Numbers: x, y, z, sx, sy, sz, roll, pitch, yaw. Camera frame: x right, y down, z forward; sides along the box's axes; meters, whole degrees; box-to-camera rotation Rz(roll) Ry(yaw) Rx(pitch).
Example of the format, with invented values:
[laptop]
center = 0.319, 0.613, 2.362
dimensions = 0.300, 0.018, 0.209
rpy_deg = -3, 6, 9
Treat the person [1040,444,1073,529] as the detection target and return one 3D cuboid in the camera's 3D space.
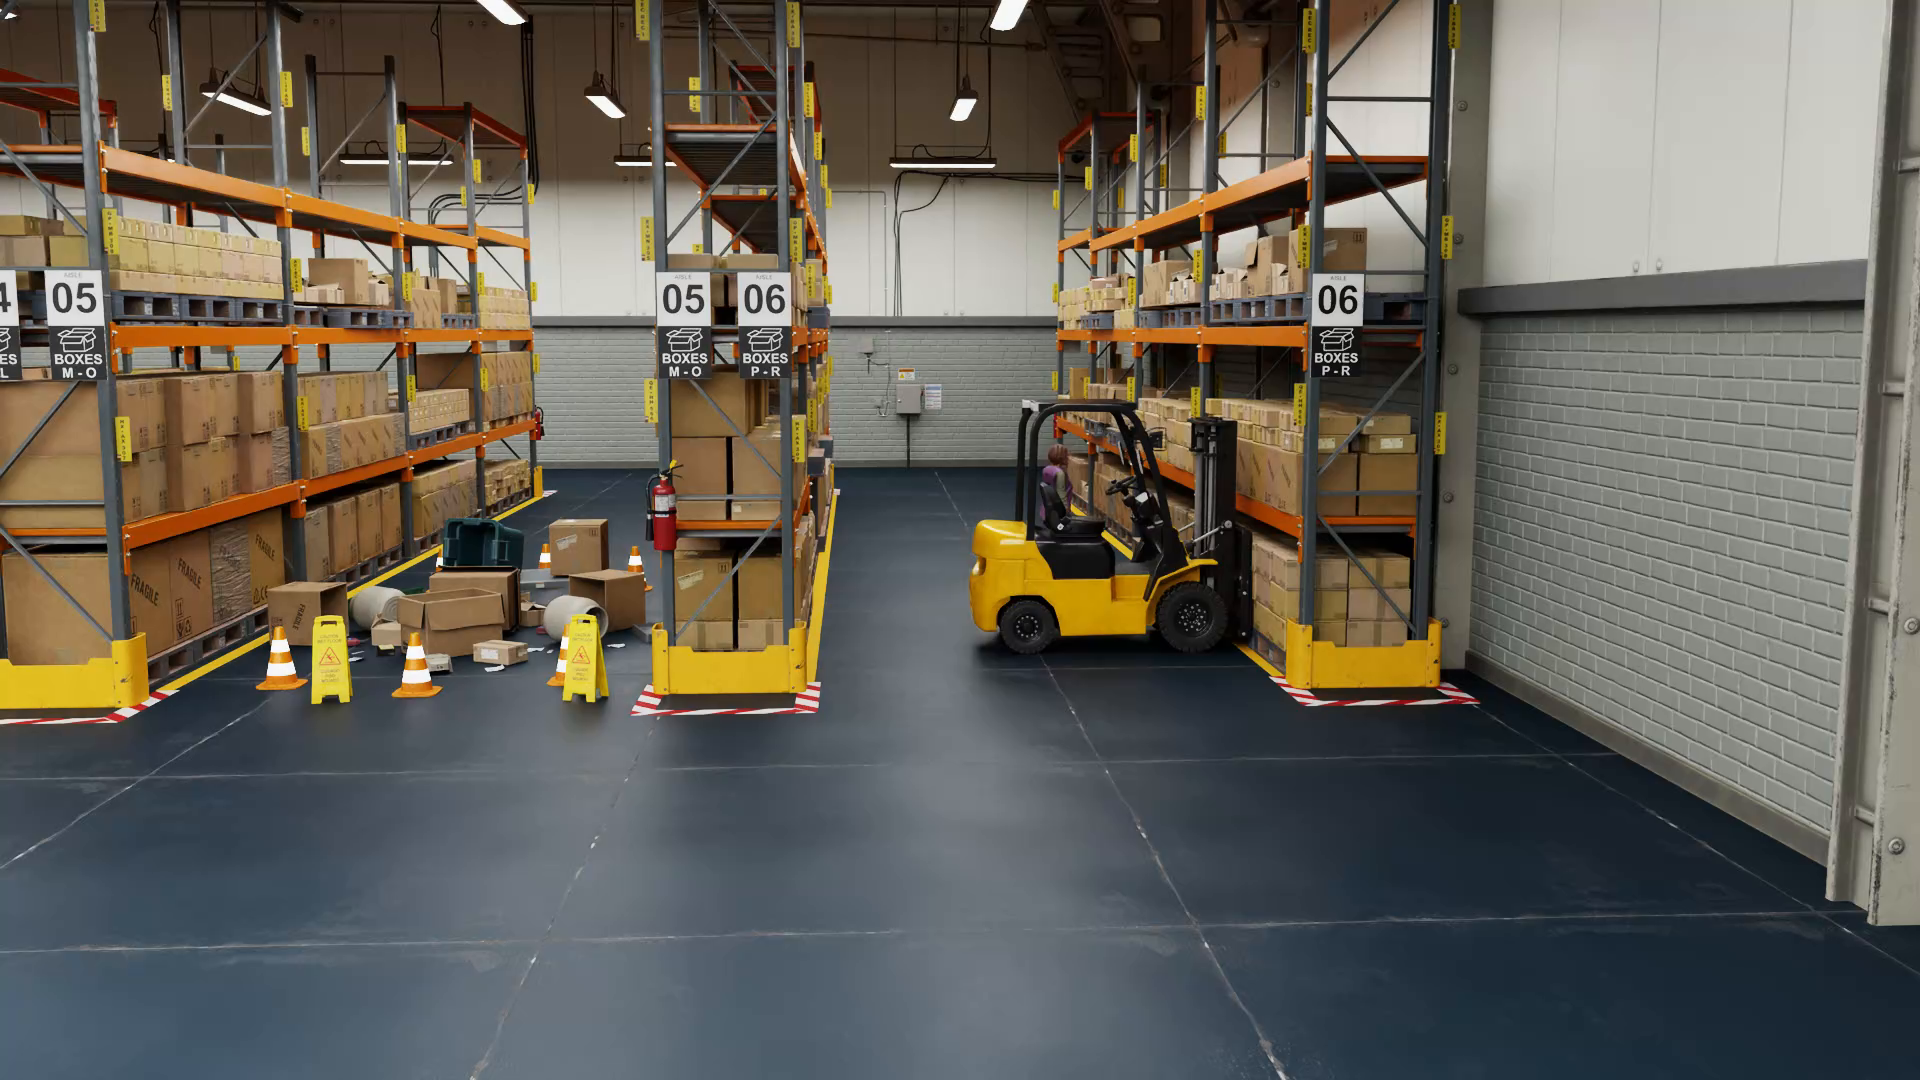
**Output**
[person]
center = 1.032, -0.205, 17.339
dimensions = 0.418, 1.601, 0.478
rpy_deg = -2, 7, -14
